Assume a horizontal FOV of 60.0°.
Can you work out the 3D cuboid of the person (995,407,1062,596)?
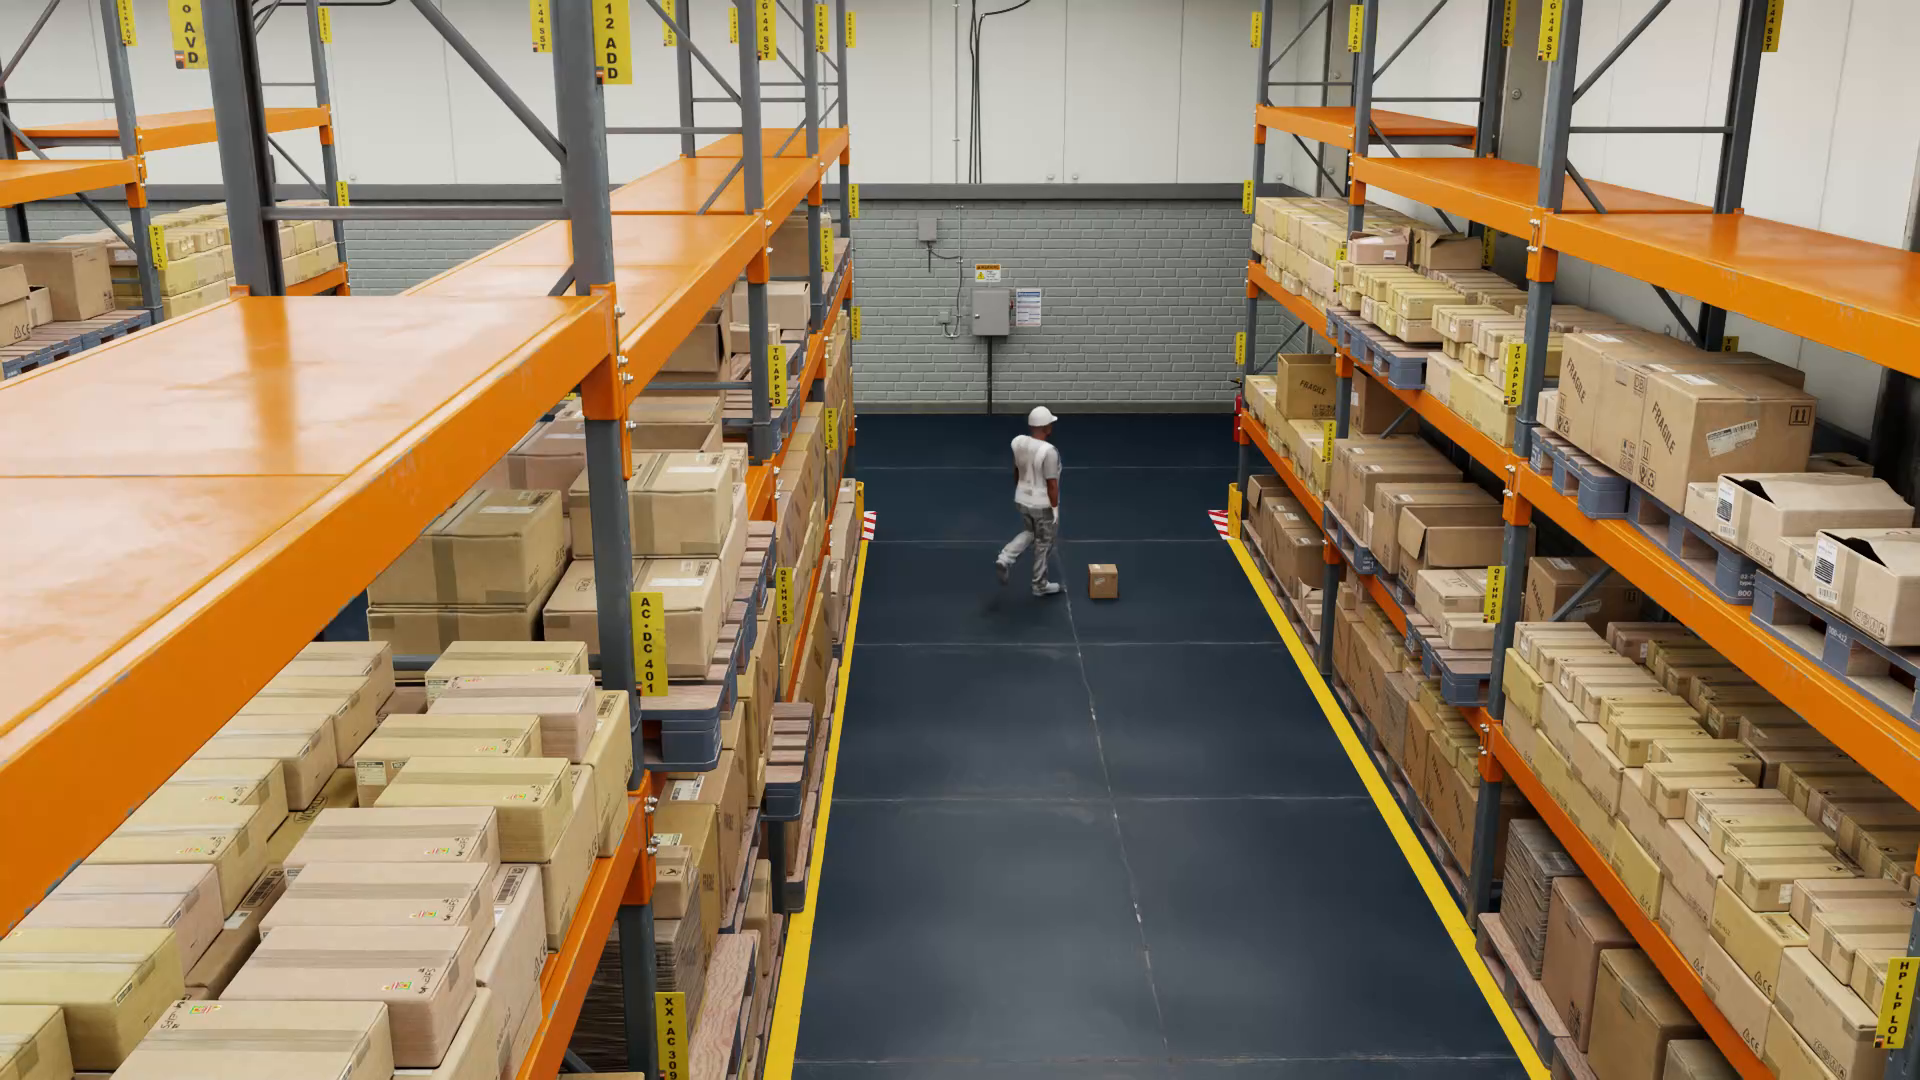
[{"bbox_3d":[0.686,-0.334,15.073,0.622,1.785,0.604,-13,21,-36],"label":"person"}]
